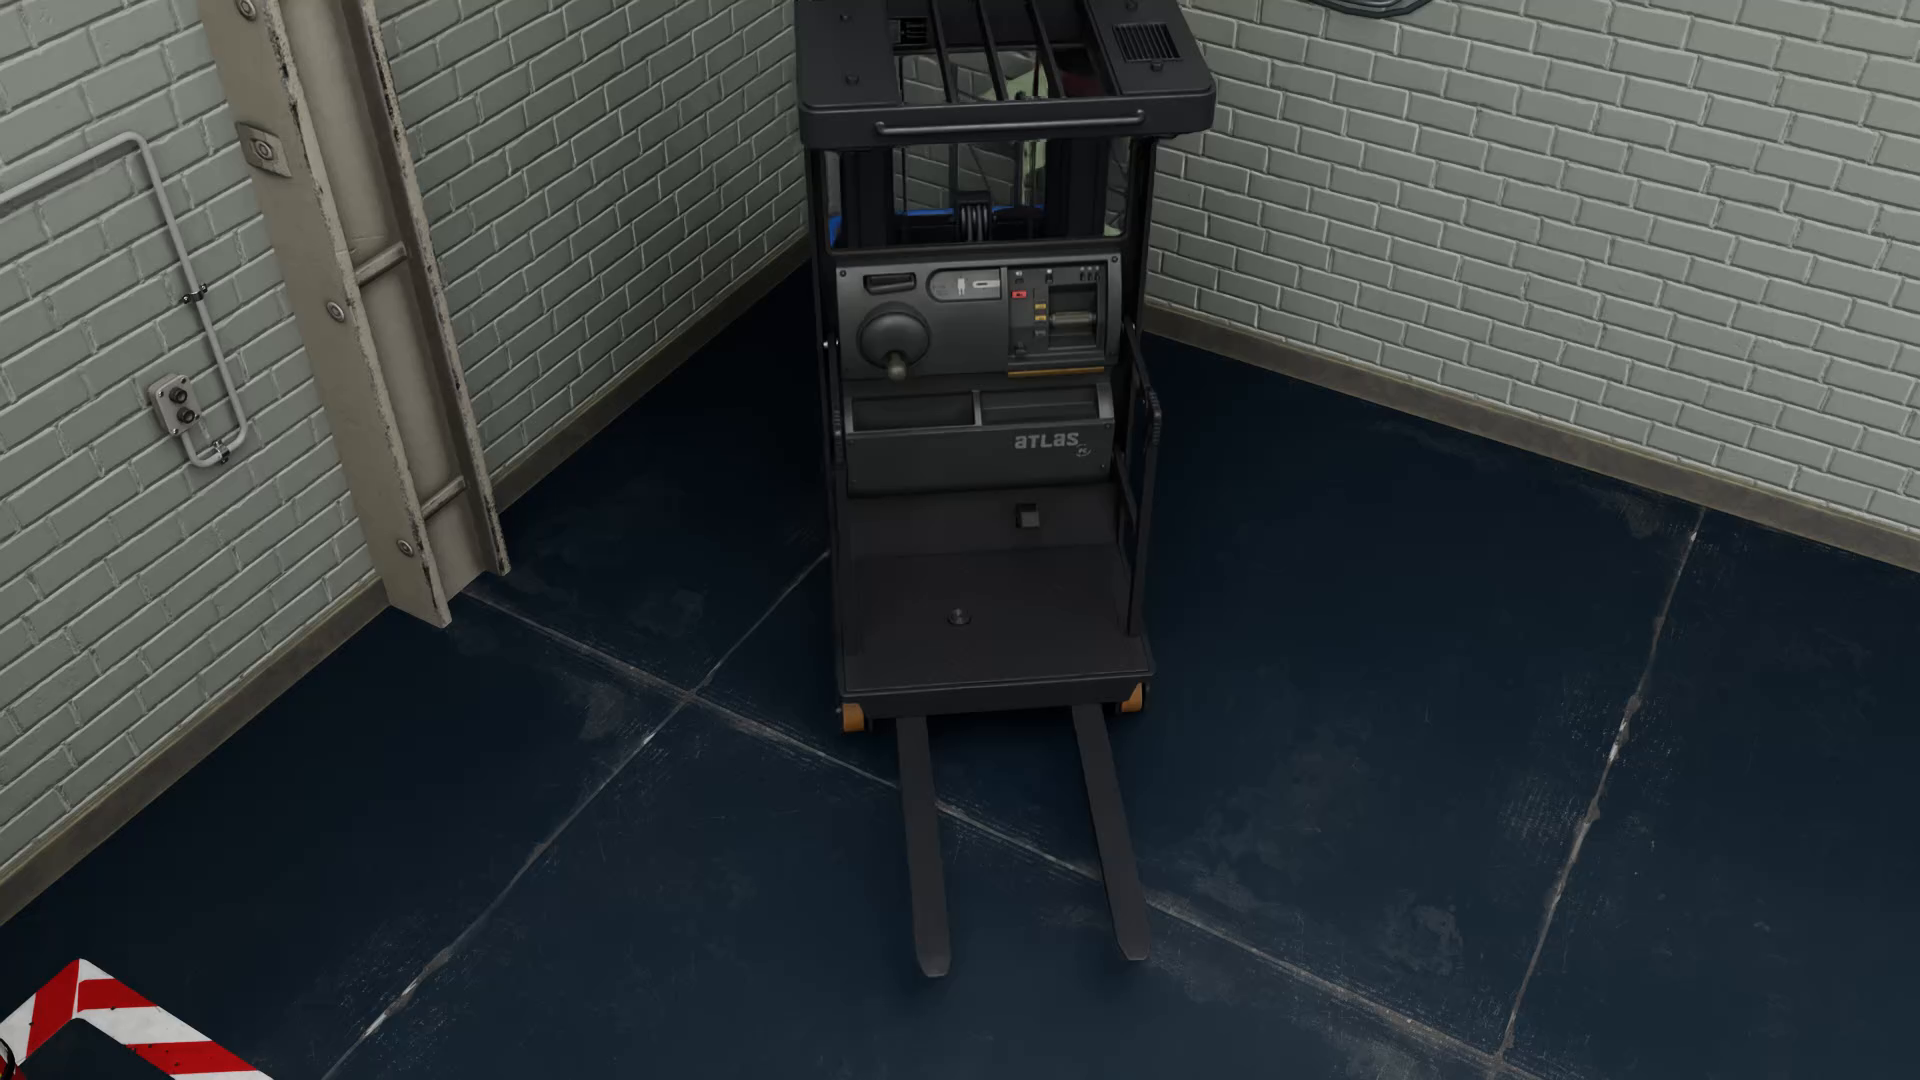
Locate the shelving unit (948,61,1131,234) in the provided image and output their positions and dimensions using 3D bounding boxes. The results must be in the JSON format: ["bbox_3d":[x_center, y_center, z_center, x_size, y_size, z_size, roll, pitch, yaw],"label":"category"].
[{"bbox_3d":[0.353,-1.424,7.227,0.431,1.500,0.755,32,50,31],"label":"shelving unit"}]

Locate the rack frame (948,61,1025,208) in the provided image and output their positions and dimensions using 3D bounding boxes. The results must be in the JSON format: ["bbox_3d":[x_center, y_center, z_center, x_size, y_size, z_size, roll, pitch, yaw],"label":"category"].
[{"bbox_3d":[0.100,-1.252,7.026,0.400,1.500,0.023,32,50,31],"label":"rack frame"}]

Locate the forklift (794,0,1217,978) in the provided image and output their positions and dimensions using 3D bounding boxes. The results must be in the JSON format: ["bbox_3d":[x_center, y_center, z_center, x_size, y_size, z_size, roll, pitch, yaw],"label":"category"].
[{"bbox_3d":[0.088,-0.651,5.271,1.130,2.935,3.031,-4,41,-4],"label":"forklift"}]

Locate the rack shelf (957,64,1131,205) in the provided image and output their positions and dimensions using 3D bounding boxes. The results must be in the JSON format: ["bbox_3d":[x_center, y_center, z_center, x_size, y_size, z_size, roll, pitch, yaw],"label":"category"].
[{"bbox_3d":[0.354,-1.720,6.972,0.431,0.370,0.720,32,50,31],"label":"rack shelf"}]

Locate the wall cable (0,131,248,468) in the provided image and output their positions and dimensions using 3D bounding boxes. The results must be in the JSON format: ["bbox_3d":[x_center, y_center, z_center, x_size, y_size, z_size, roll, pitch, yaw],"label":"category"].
[{"bbox_3d":[-2.795,-0.546,4.332,0.084,1.984,1.851,21,45,22],"label":"wall cable"}]

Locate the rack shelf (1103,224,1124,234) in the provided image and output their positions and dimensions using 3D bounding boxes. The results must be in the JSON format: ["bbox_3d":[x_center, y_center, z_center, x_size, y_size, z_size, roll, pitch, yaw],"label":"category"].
[{"bbox_3d":[0.353,-1.177,7.440,0.431,0.370,0.720,32,50,31],"label":"rack shelf"}]

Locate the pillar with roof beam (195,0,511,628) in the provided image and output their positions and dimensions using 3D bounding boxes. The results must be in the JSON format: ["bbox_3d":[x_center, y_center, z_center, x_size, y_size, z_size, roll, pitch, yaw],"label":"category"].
[{"bbox_3d":[1.713,-1.778,1.960,9.100,9.000,0.400,21,45,22],"label":"pillar with roof beam"}]

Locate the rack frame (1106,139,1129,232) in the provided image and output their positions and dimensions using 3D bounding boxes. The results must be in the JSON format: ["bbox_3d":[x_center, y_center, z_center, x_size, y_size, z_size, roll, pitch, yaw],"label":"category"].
[{"bbox_3d":[0.606,-1.597,7.427,0.400,1.500,0.023,32,50,31],"label":"rack frame"}]

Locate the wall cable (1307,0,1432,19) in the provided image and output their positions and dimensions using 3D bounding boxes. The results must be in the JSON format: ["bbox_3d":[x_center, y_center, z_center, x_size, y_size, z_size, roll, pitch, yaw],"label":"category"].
[{"bbox_3d":[0.523,-3.324,6.065,3.097,2.526,0.112,21,45,22],"label":"wall cable"}]
